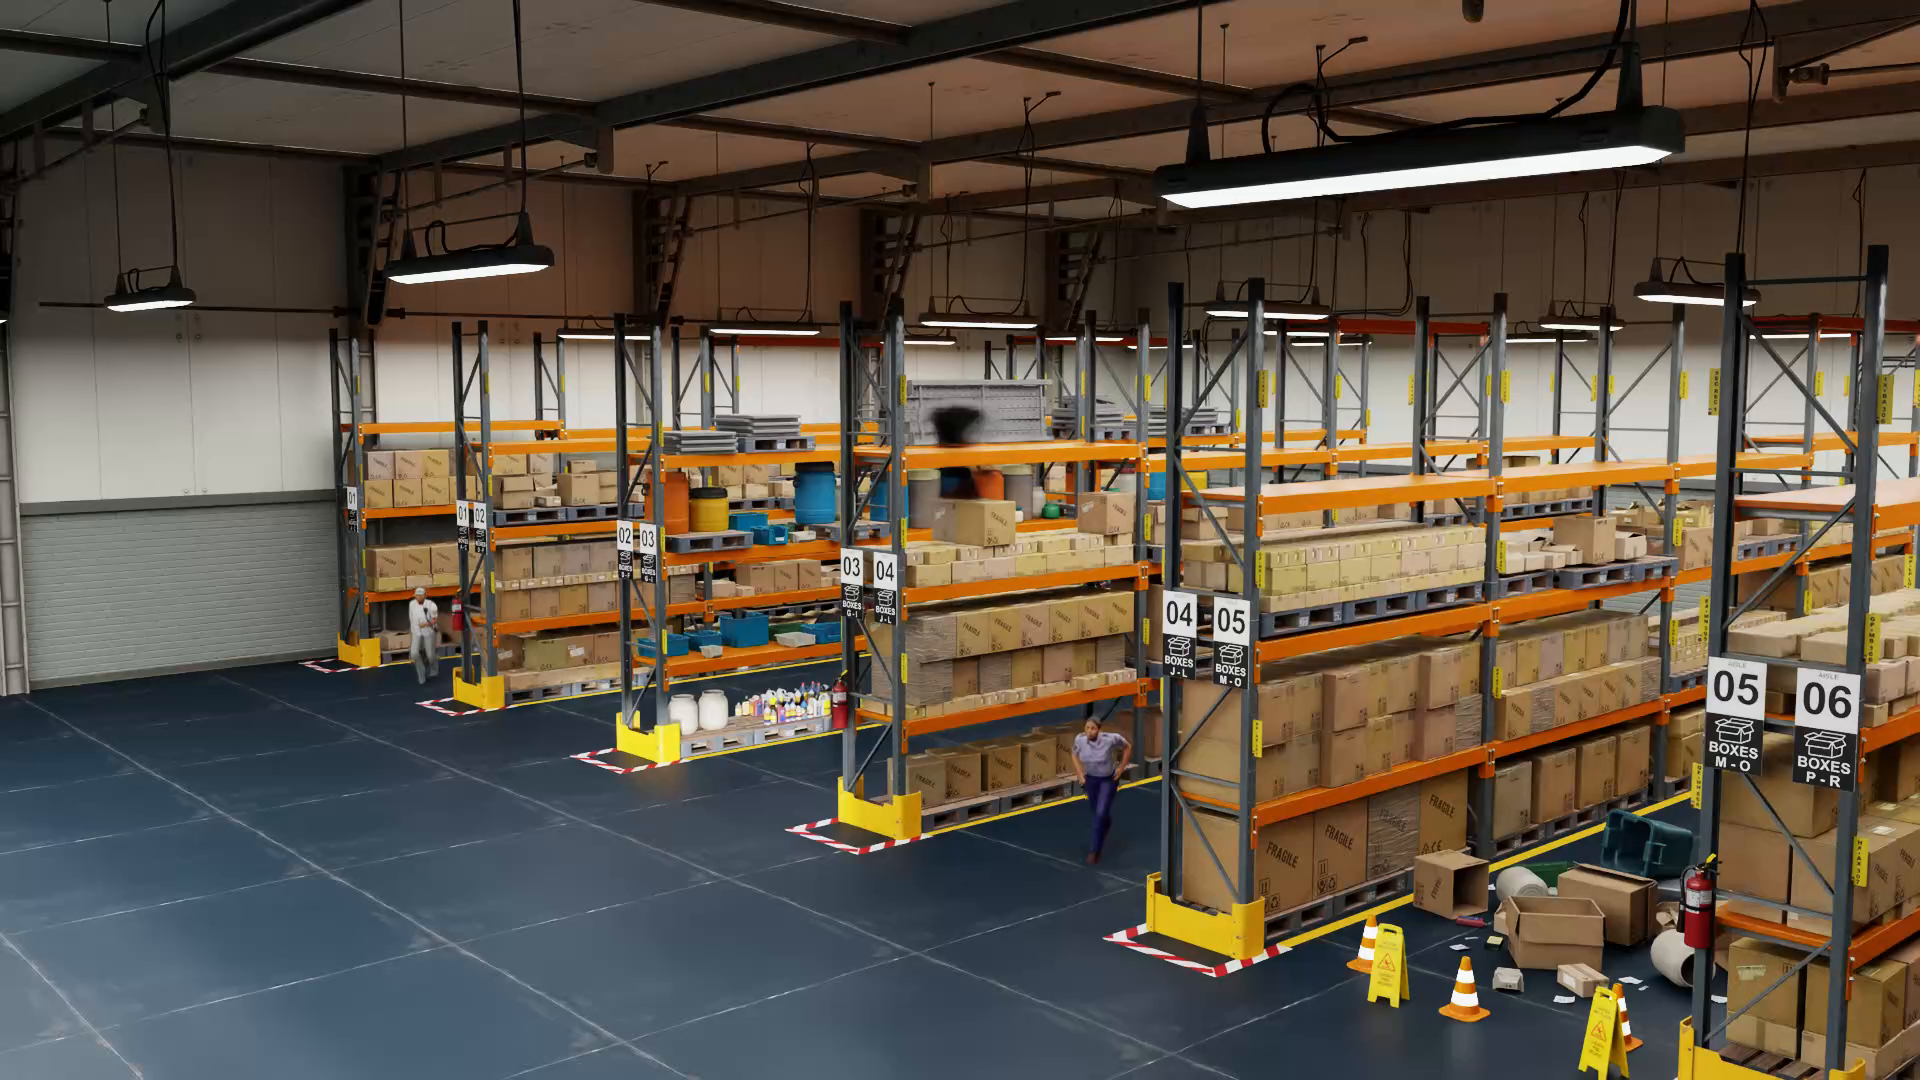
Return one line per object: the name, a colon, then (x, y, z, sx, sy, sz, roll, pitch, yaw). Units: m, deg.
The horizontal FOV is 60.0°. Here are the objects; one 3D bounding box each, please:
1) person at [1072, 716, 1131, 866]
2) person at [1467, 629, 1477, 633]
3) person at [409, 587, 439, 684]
person: (1.542, 2.635, 17.949, 0.645, 1.619, 0.974, 2, 6, 17)
person: (6.970, 2.077, 22.567, 0.692, 1.733, 0.733, -4, 7, -36)
person: (-9.045, 1.615, 28.056, 0.533, 1.681, 0.849, 0, 6, -1)
